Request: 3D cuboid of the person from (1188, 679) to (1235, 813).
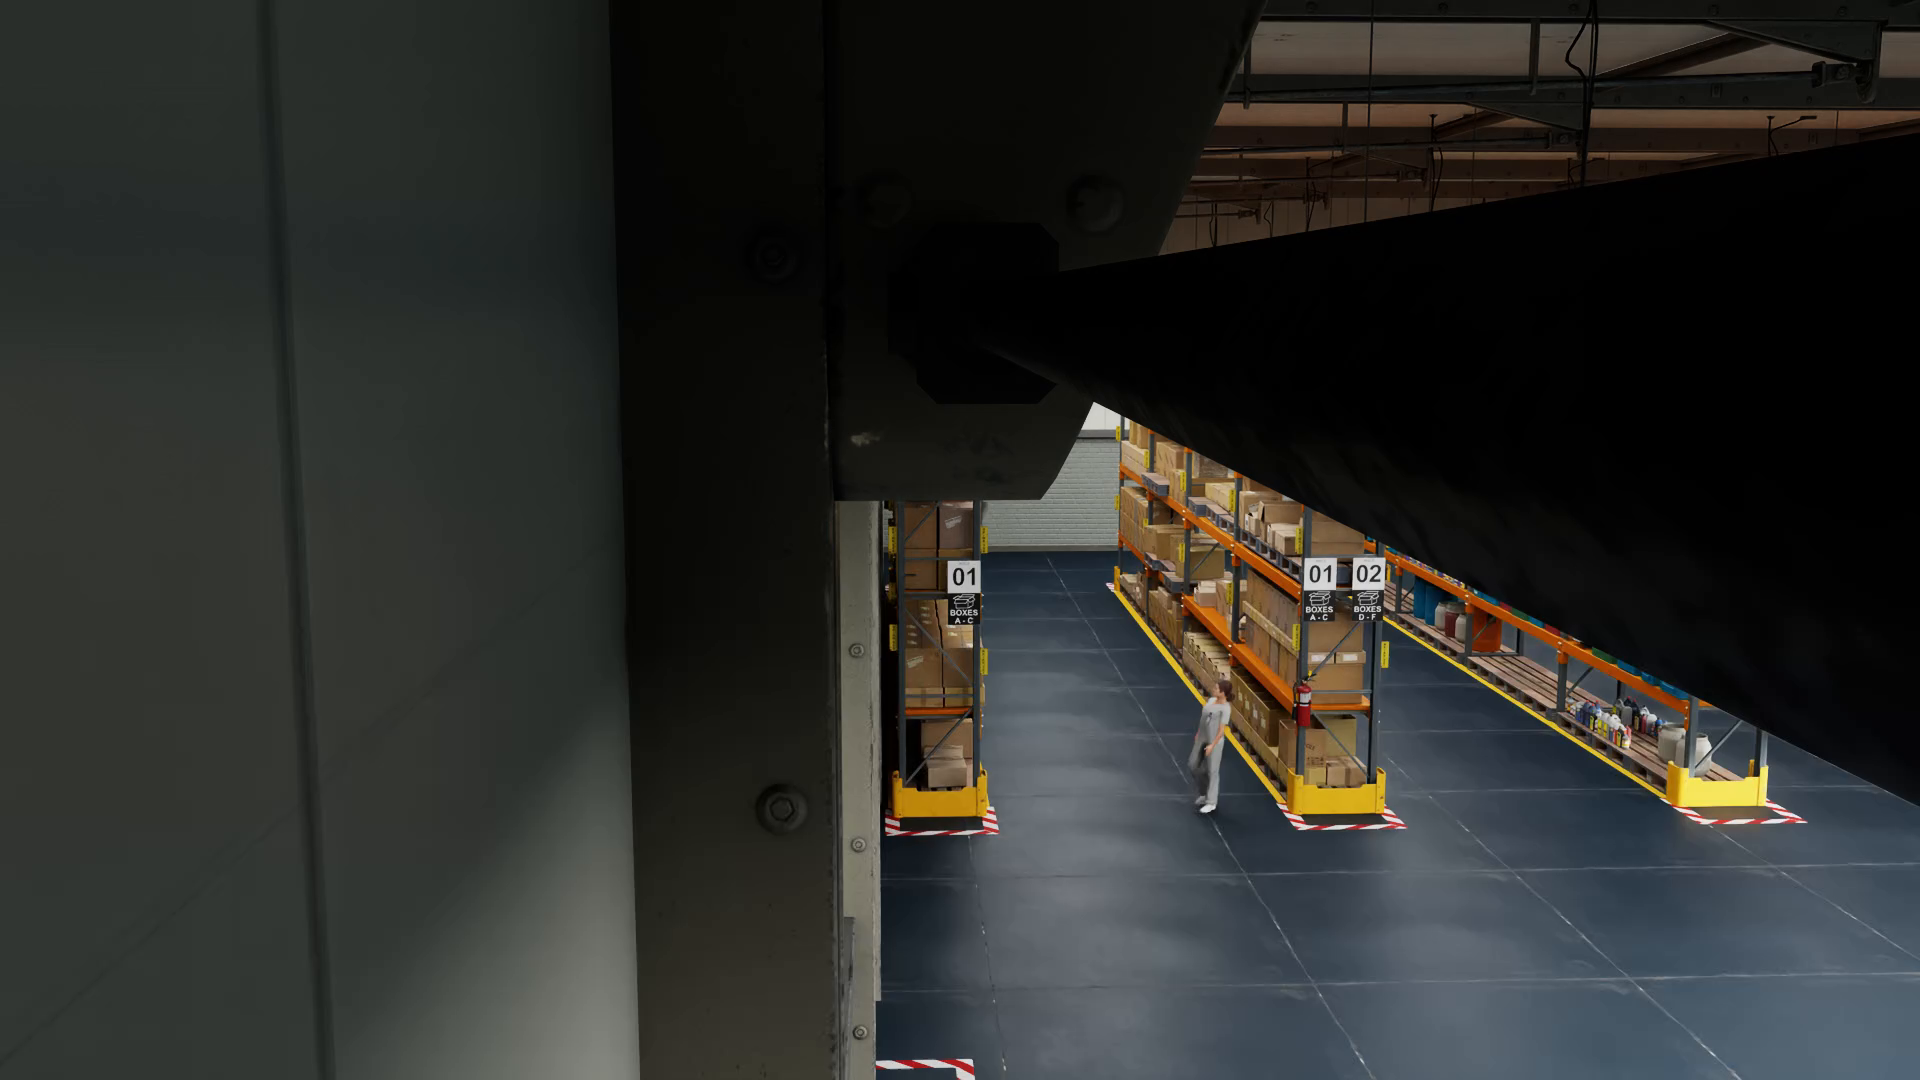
[{"bbox_3d":[3.114,2.540,20.730,0.509,1.661,0.549,-6,10,-35],"label":"person"}]
